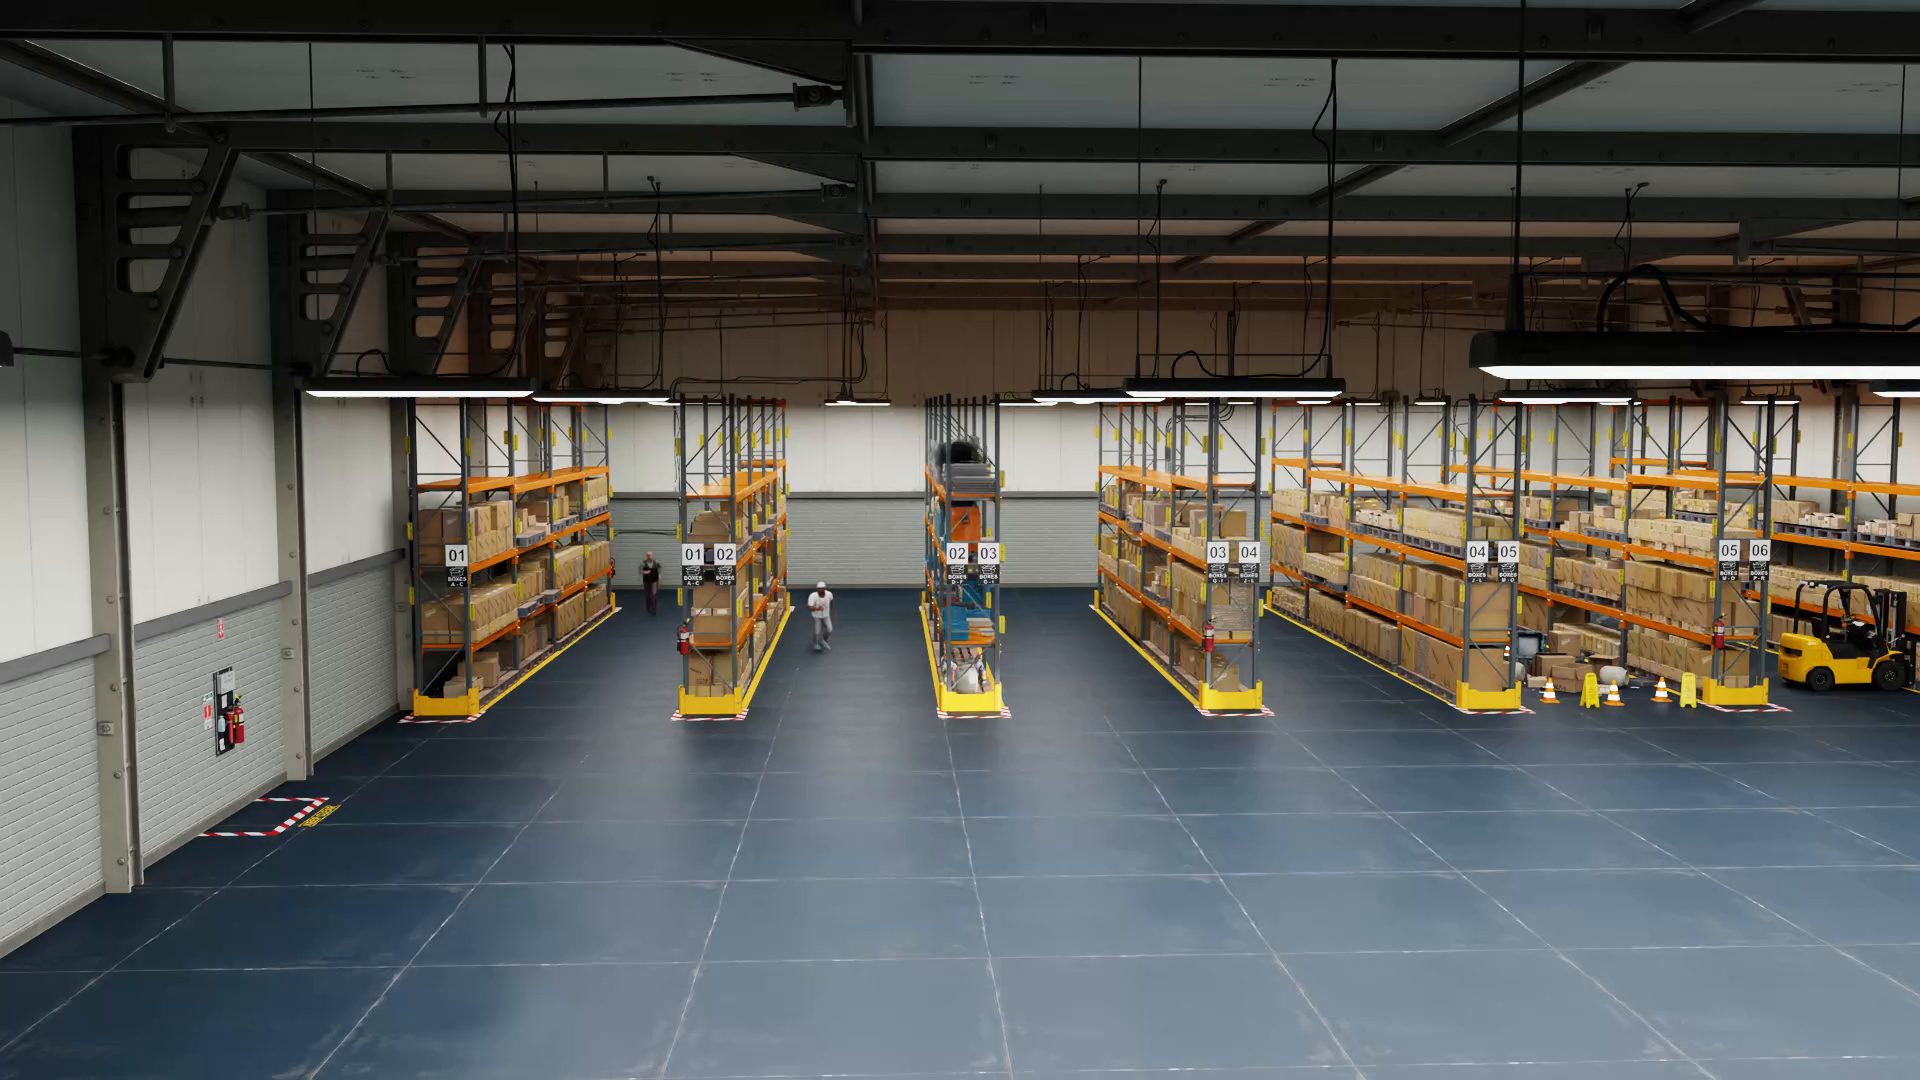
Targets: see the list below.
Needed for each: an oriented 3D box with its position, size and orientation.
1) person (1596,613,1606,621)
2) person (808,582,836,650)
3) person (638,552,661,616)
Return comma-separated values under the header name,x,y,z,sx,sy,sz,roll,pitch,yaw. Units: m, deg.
name,x,y,z,sx,sy,sz,roll,pitch,yaw
person,16.881,1.341,44.500,0.703,1.749,0.998,-2,5,-22
person,-3.254,1.789,39.188,0.724,1.653,0.902,-2,5,-20
person,-8.610,1.197,46.208,0.640,1.760,0.856,-1,5,-12
